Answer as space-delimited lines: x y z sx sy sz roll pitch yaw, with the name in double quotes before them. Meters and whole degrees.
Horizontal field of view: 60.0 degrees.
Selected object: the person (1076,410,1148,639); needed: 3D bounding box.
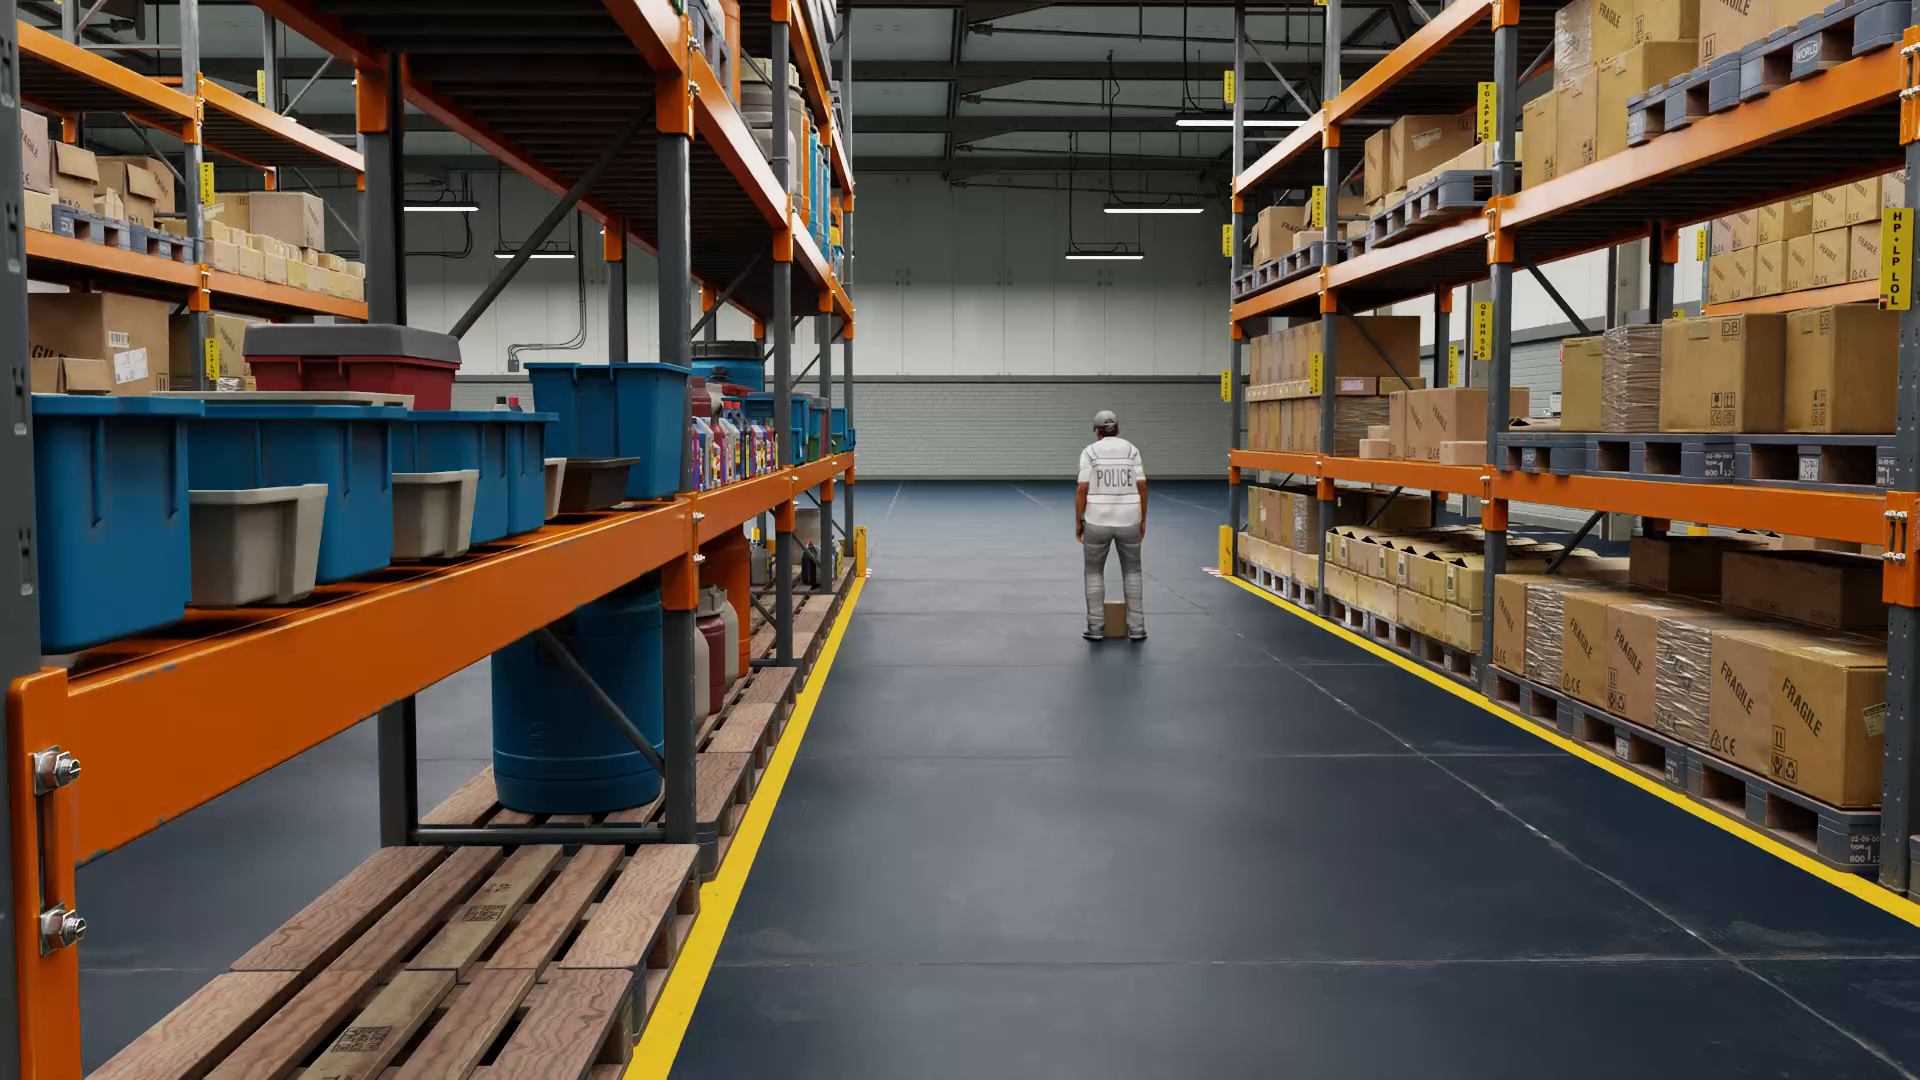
"person" 1.108 -0.110 12.083 0.558 1.665 0.468 0 4 -5
